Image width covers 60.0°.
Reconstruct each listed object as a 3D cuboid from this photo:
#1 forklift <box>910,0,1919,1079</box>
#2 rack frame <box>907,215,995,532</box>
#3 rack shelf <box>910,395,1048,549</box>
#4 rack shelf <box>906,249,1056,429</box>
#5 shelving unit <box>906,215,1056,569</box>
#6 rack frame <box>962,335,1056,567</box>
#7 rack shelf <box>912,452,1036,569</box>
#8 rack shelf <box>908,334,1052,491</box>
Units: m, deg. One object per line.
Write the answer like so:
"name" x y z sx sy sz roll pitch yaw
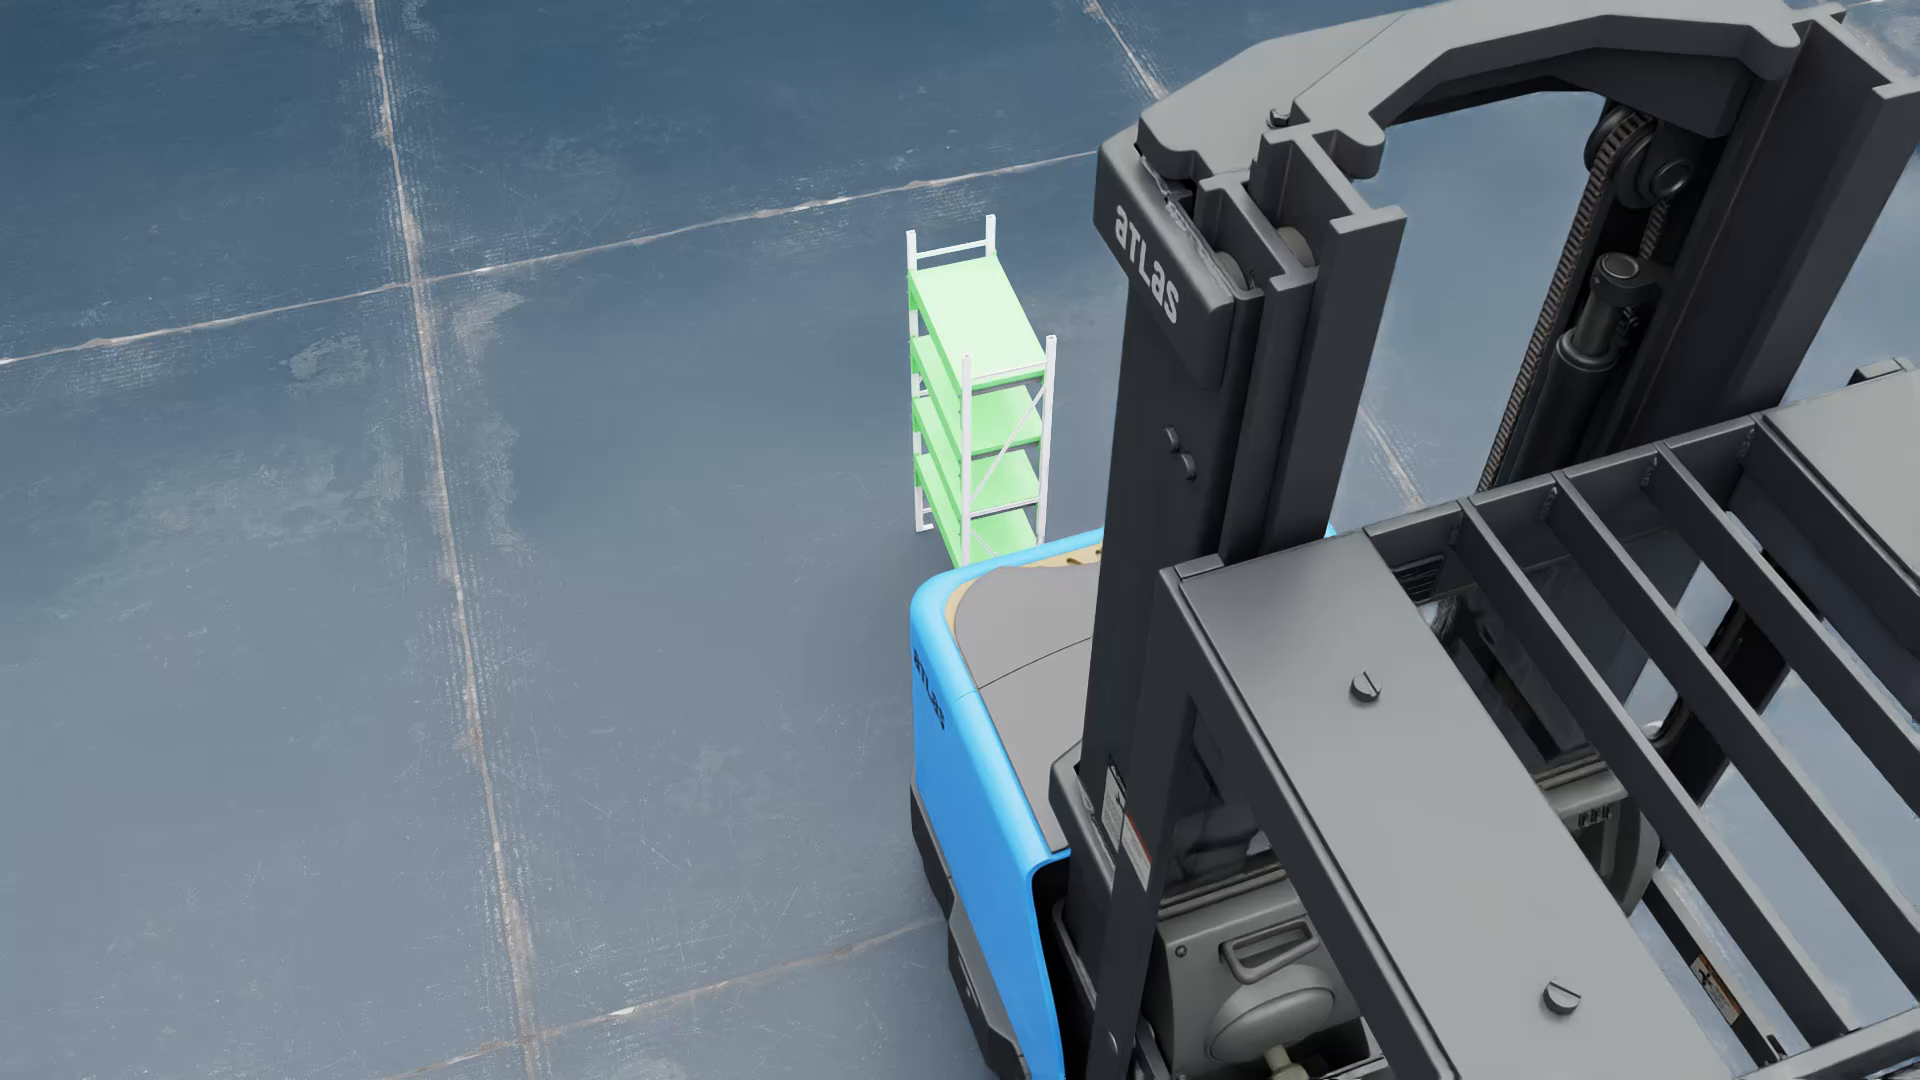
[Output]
"forklift" 0.848 0.777 2.678 1.130 2.935 3.031 -15 52 -13
"rack frame" -0.023 -0.444 4.840 0.240 1.200 0.015 -13 51 -11
"rack shelf" 0.049 -0.225 4.738 0.258 0.148 0.480 -13 51 -11
"rack shelf" 0.049 -0.534 4.371 0.258 0.148 0.480 -13 51 -11
"shelving unit" 0.049 -0.266 4.689 0.258 1.200 0.503 -13 51 -11
"rack frame" 0.121 -0.088 4.539 0.240 1.200 0.015 -13 51 -11
"rack shelf" 0.049 -0.070 4.922 0.258 0.148 0.480 -13 51 -11
"rack shelf" 0.049 -0.379 4.555 0.258 0.148 0.480 -13 51 -11
